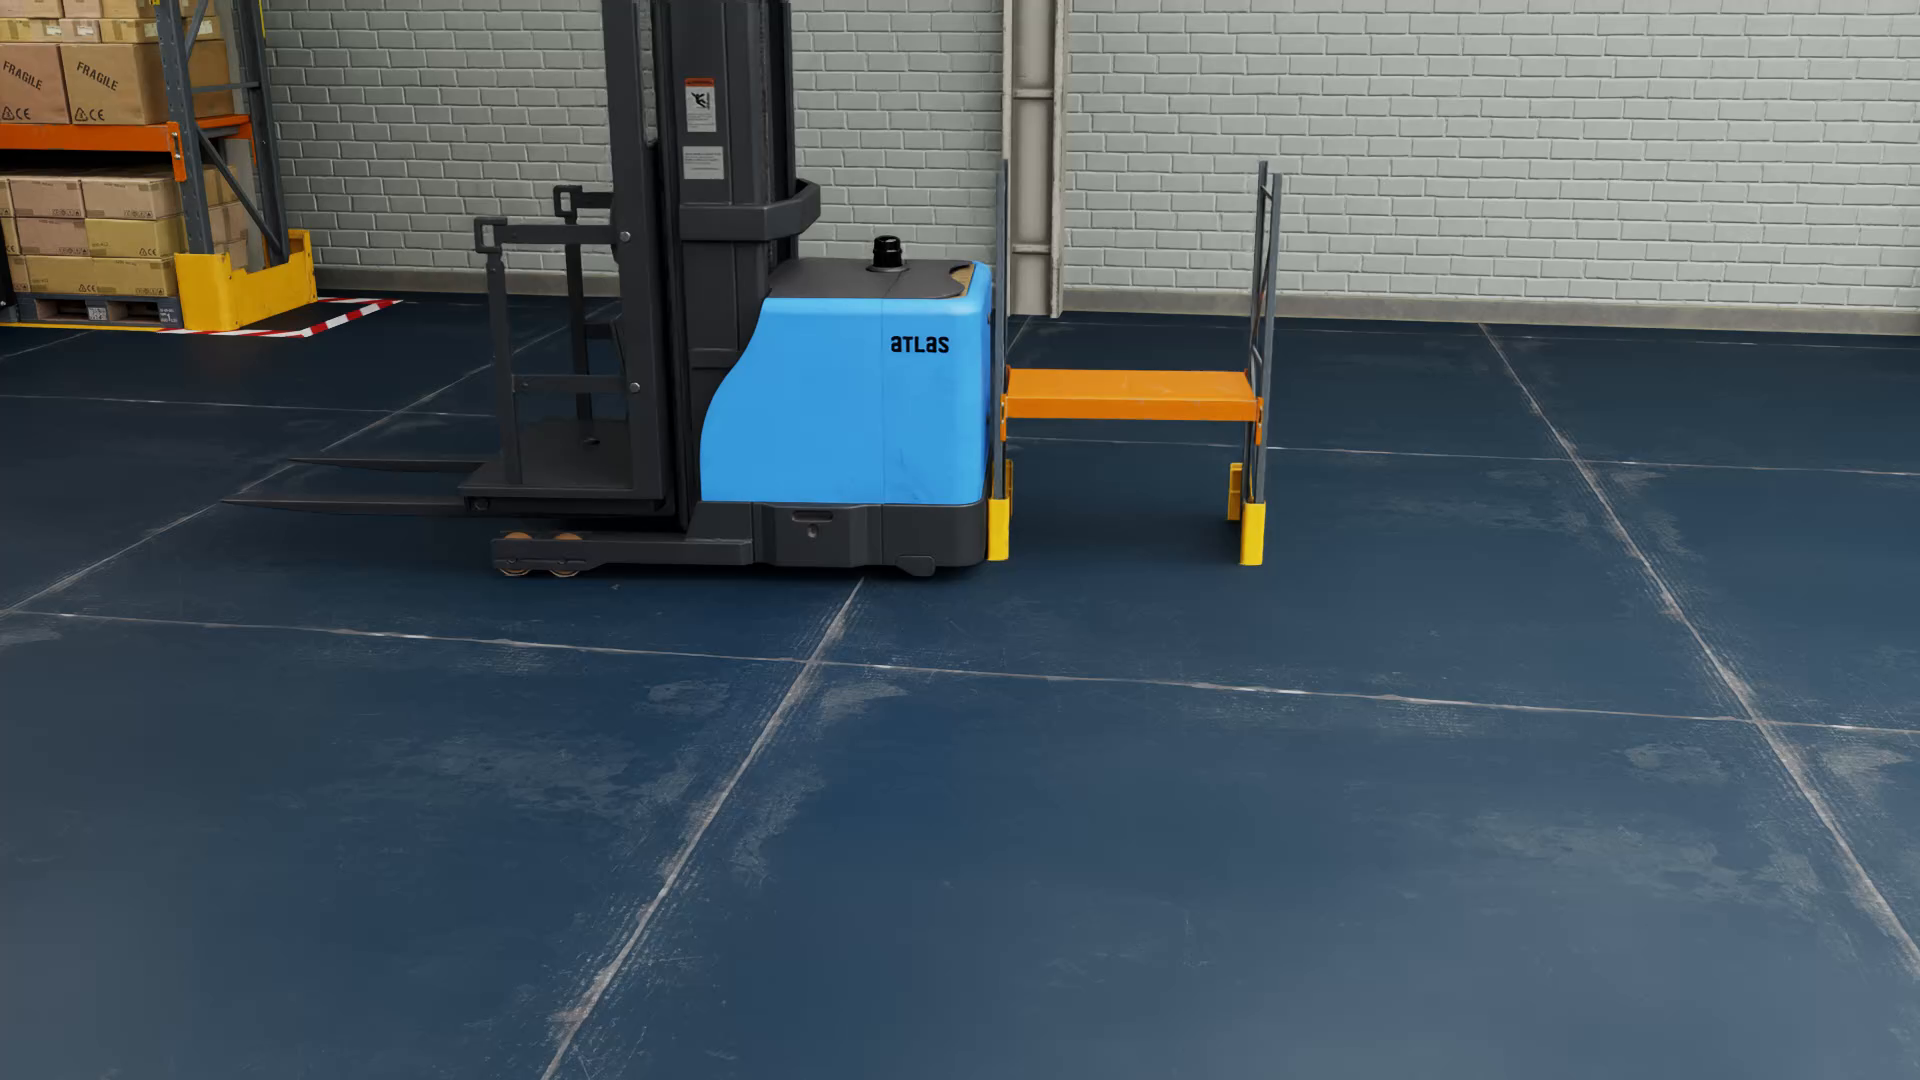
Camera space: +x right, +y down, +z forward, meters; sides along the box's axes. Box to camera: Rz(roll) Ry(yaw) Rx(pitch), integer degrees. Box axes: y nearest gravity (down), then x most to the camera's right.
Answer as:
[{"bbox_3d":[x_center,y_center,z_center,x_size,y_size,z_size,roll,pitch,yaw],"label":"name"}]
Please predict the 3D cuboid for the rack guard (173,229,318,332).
[{"bbox_3d":[-4.858,-1.790,11.364,0.348,0.500,1.175,3,19,9],"label":"rack guard"}]

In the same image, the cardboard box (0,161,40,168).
[{"bbox_3d":[-6.817,-2.510,11.673,0.500,0.250,0.500,3,19,8],"label":"cardboard box"}]

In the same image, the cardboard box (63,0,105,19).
[{"bbox_3d":[-5.518,-3.427,10.670,0.250,0.149,0.380,3,19,9],"label":"cardboard box"}]

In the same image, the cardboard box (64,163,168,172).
[{"bbox_3d":[-5.820,-2.453,11.504,0.500,0.250,0.500,3,19,9],"label":"cardboard box"}]

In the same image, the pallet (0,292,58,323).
[{"bbox_3d":[-6.845,-1.742,11.675,1.213,0.211,1.003,3,19,9],"label":"pallet"}]

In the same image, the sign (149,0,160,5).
[{"bbox_3d":[-4.982,-3.469,10.244,0.005,0.325,0.100,3,19,9],"label":"sign"}]

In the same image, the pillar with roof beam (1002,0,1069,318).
[{"bbox_3d":[-0.185,-4.488,6.035,0.400,9.000,9.100,3,19,9],"label":"pillar with roof beam"}]

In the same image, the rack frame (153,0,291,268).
[{"bbox_3d":[-4.882,-2.976,10.971,0.127,3.000,1.000,3,19,9],"label":"rack frame"}]

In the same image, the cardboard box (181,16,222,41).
[{"bbox_3d":[-5.176,-3.430,11.147,0.250,0.149,0.380,2,19,7],"label":"cardboard box"}]

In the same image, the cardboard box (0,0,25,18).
[{"bbox_3d":[-6.014,-3.468,10.791,0.250,0.149,0.380,3,19,9],"label":"cardboard box"}]

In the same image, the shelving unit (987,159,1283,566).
[{"bbox_3d":[0.662,-0.713,6.572,1.083,1.500,0.587,1,19,3],"label":"shelving unit"}]

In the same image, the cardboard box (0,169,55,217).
[{"bbox_3d":[-6.391,-2.317,11.098,0.500,0.250,0.500,3,19,9],"label":"cardboard box"}]

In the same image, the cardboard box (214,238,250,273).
[{"bbox_3d":[-5.336,-1.958,11.598,0.500,0.250,0.500,3,19,9],"label":"cardboard box"}]

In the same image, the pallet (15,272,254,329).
[{"bbox_3d":[-5.644,-1.679,11.490,1.213,0.211,1.003,3,19,9],"label":"pallet"}]

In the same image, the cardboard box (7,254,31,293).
[{"bbox_3d":[-6.378,-1.852,11.283,0.500,0.250,0.500,3,19,9],"label":"cardboard box"}]

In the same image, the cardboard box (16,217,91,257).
[{"bbox_3d":[-5.906,-2.064,11.128,0.500,0.250,0.500,3,19,8],"label":"cardboard box"}]

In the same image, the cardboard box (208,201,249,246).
[{"bbox_3d":[-5.313,-2.197,11.527,0.500,0.250,0.500,3,19,10],"label":"cardboard box"}]

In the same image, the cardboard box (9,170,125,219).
[{"bbox_3d":[-5.891,-2.295,11.031,0.500,0.250,0.500,3,19,10],"label":"cardboard box"}]

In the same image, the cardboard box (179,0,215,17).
[{"bbox_3d":[-5.180,-3.556,11.056,0.250,0.149,0.380,3,19,8],"label":"cardboard box"}]

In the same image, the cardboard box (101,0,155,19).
[{"bbox_3d":[-5.269,-3.425,10.662,0.250,0.149,0.380,3,19,9],"label":"cardboard box"}]

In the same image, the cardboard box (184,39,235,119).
[{"bbox_3d":[-5.327,-3.136,11.290,0.500,0.500,0.500,4,19,10],"label":"cardboard box"}]

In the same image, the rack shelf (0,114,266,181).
[{"bbox_3d":[-6.857,-2.736,11.386,4.000,0.370,1.077,3,19,9],"label":"rack shelf"}]

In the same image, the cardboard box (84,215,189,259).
[{"bbox_3d":[-5.412,-2.035,11.042,0.500,0.250,0.500,3,19,8],"label":"cardboard box"}]

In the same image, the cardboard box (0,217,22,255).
[{"bbox_3d":[-6.419,-2.083,11.186,0.500,0.250,0.500,2,19,7],"label":"cardboard box"}]

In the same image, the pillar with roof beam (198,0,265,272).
[{"bbox_3d":[-6.109,-4.790,6.937,0.400,9.000,9.100,3,19,9],"label":"pillar with roof beam"}]

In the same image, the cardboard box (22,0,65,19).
[{"bbox_3d":[-5.780,-3.432,10.684,0.250,0.149,0.380,3,19,10],"label":"cardboard box"}]

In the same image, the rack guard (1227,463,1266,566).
[{"bbox_3d":[1.159,-0.112,6.743,0.087,0.250,0.587,1,19,3],"label":"rack guard"}]

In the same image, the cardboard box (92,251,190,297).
[{"bbox_3d":[-5.396,-1.796,11.116,0.500,0.250,0.500,3,19,9],"label":"cardboard box"}]

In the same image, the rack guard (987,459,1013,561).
[{"bbox_3d":[0.164,-0.130,6.797,0.087,0.250,0.587,1,19,3],"label":"rack guard"}]

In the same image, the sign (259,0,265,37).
[{"bbox_3d":[-4.788,-3.598,11.340,0.005,0.325,0.100,3,19,9],"label":"sign"}]

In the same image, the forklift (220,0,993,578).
[{"bbox_3d":[-1.395,-1.412,6.404,3.031,2.935,1.130,1,19,3],"label":"forklift"}]

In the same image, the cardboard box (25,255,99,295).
[{"bbox_3d":[-5.886,-1.824,11.200,0.500,0.250,0.500,3,19,9],"label":"cardboard box"}]

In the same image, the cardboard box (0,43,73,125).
[{"bbox_3d":[-5.920,-2.995,10.870,0.500,0.500,0.500,4,19,10],"label":"cardboard box"}]

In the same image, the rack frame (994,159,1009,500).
[{"bbox_3d":[0.163,-0.723,6.599,0.032,1.500,0.500,1,19,3],"label":"rack frame"}]

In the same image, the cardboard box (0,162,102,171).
[{"bbox_3d":[-6.313,-2.482,11.589,0.500,0.250,0.500,3,19,8],"label":"cardboard box"}]

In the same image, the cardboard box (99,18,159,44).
[{"bbox_3d":[-5.269,-3.261,10.642,0.250,0.149,0.380,3,19,9],"label":"cardboard box"}]

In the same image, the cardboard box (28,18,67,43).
[{"bbox_3d":[-5.772,-3.297,10.749,0.250,0.149,0.380,3,19,10],"label":"cardboard box"}]

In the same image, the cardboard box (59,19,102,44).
[{"bbox_3d":[-5.526,-3.265,10.653,0.250,0.149,0.380,3,19,10],"label":"cardboard box"}]

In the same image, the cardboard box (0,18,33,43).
[{"bbox_3d":[-6.015,-3.313,10.797,0.250,0.149,0.380,3,19,8],"label":"cardboard box"}]

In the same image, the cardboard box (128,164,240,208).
[{"bbox_3d":[-5.327,-2.429,11.432,0.500,0.250,0.500,3,19,8],"label":"cardboard box"}]

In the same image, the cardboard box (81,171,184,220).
[{"bbox_3d":[-5.386,-2.271,10.960,0.500,0.250,0.500,4,19,10],"label":"cardboard box"}]

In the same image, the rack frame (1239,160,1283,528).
[{"bbox_3d":[1.178,-0.704,6.543,0.032,1.500,0.500,1,19,3],"label":"rack frame"}]

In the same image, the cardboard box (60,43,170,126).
[{"bbox_3d":[-5.410,-2.966,10.784,0.500,0.500,0.500,3,19,7],"label":"cardboard box"}]

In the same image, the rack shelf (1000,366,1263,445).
[{"bbox_3d":[0.671,-0.543,6.628,1.000,0.185,0.538,1,19,3],"label":"rack shelf"}]
